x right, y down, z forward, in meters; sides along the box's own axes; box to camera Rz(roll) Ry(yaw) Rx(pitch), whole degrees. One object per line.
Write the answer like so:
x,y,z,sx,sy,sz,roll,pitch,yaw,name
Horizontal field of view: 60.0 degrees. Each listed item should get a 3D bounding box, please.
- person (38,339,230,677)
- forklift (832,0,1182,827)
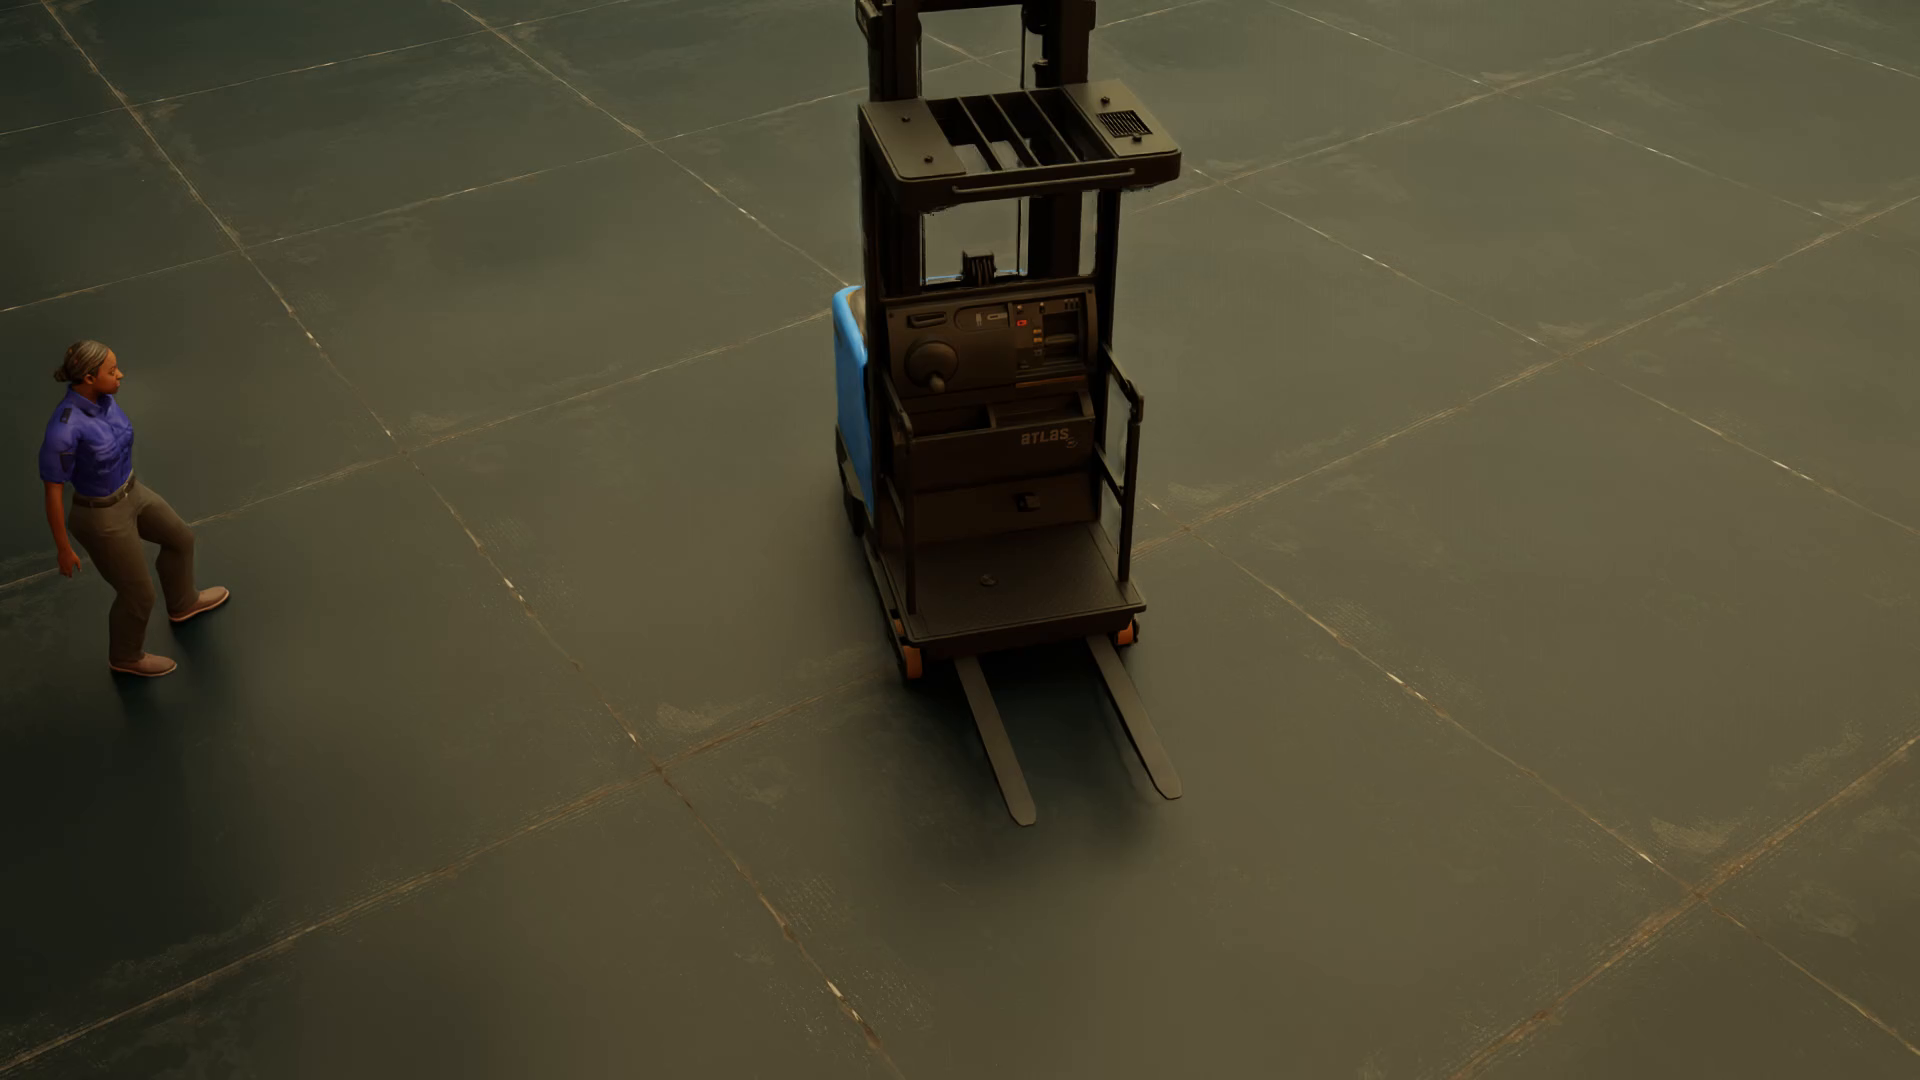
-3.686,-0.146,7.263,0.394,1.626,0.802,0,36,0,person
0.197,-0.798,7.024,1.130,2.935,3.031,-8,37,-11,forklift
